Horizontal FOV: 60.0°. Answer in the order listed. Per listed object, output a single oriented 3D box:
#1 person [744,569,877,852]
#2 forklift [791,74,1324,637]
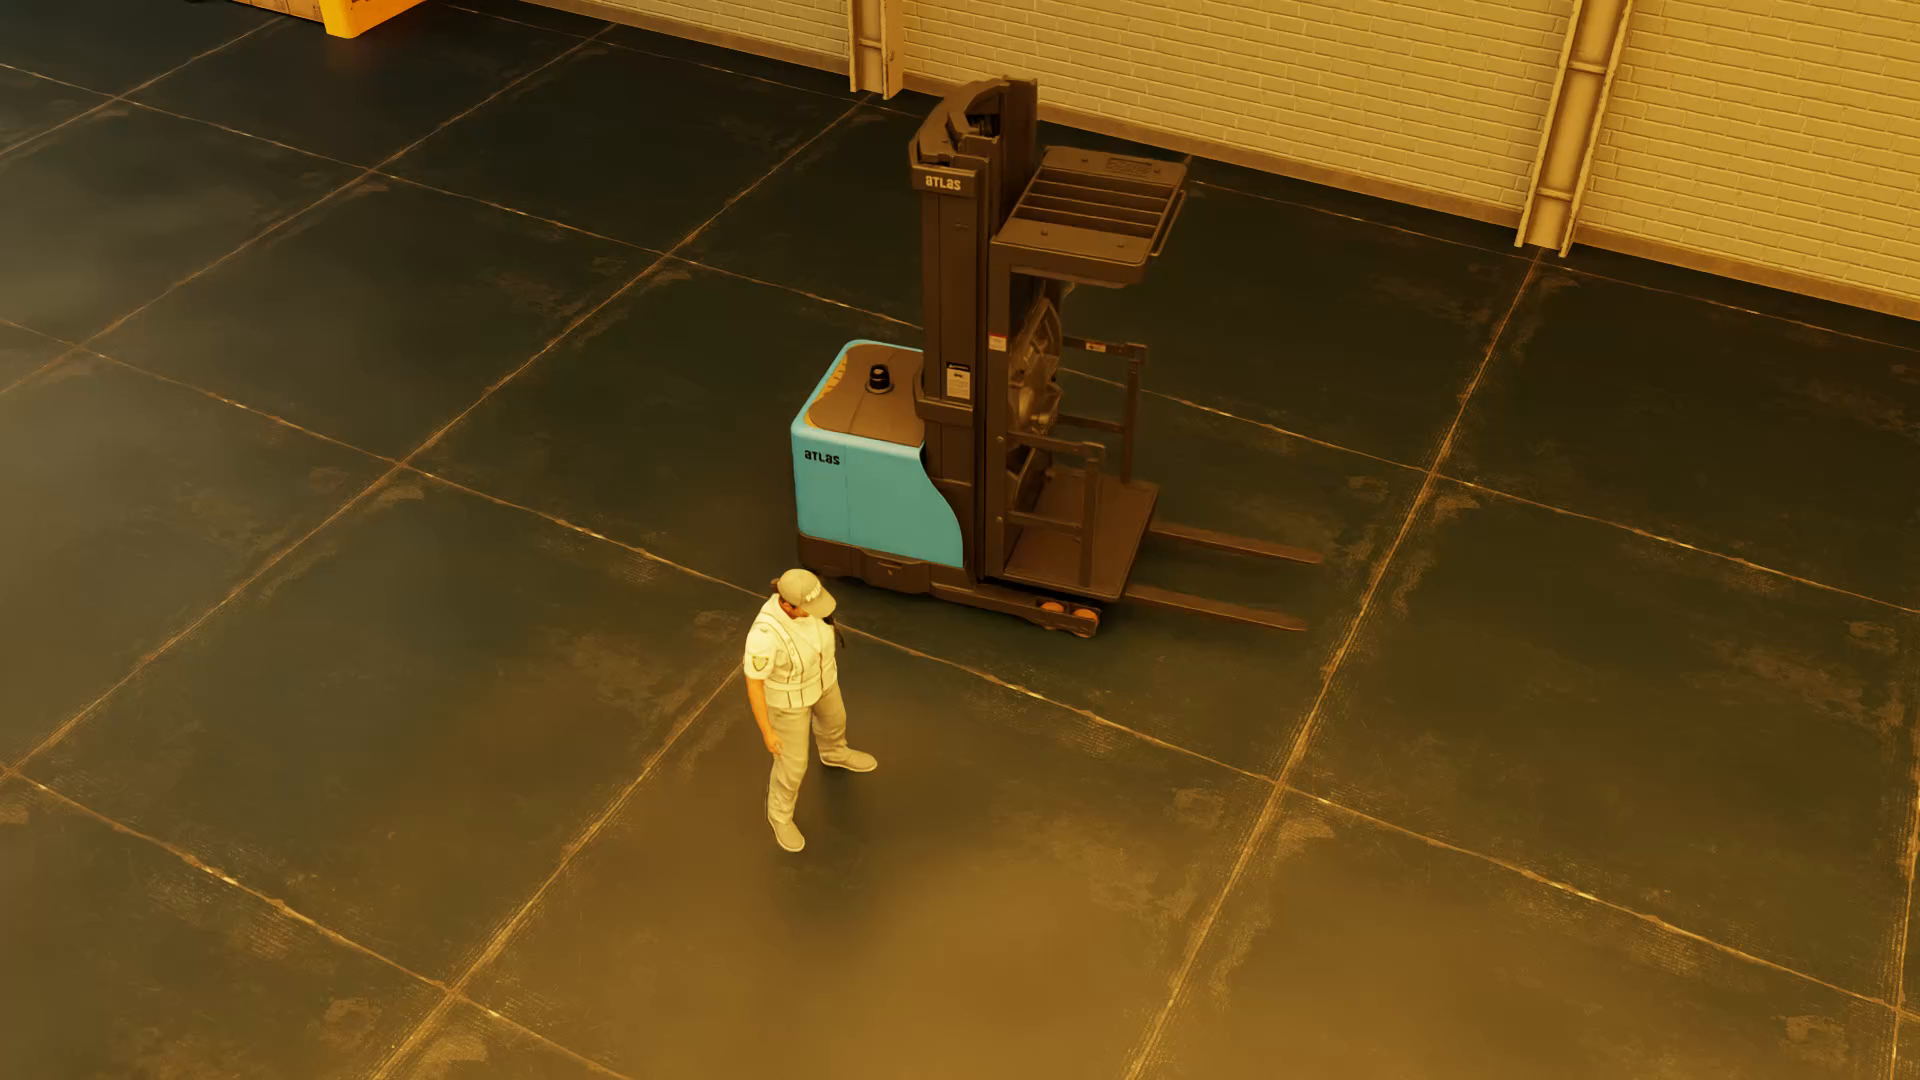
[{"bbox_3d":[-0.751,0.722,8.136,0.468,1.651,0.778,23,45,24],"label":"person"},{"bbox_3d":[0.601,-0.945,9.109,3.031,2.935,1.130,12,41,13],"label":"forklift"}]
